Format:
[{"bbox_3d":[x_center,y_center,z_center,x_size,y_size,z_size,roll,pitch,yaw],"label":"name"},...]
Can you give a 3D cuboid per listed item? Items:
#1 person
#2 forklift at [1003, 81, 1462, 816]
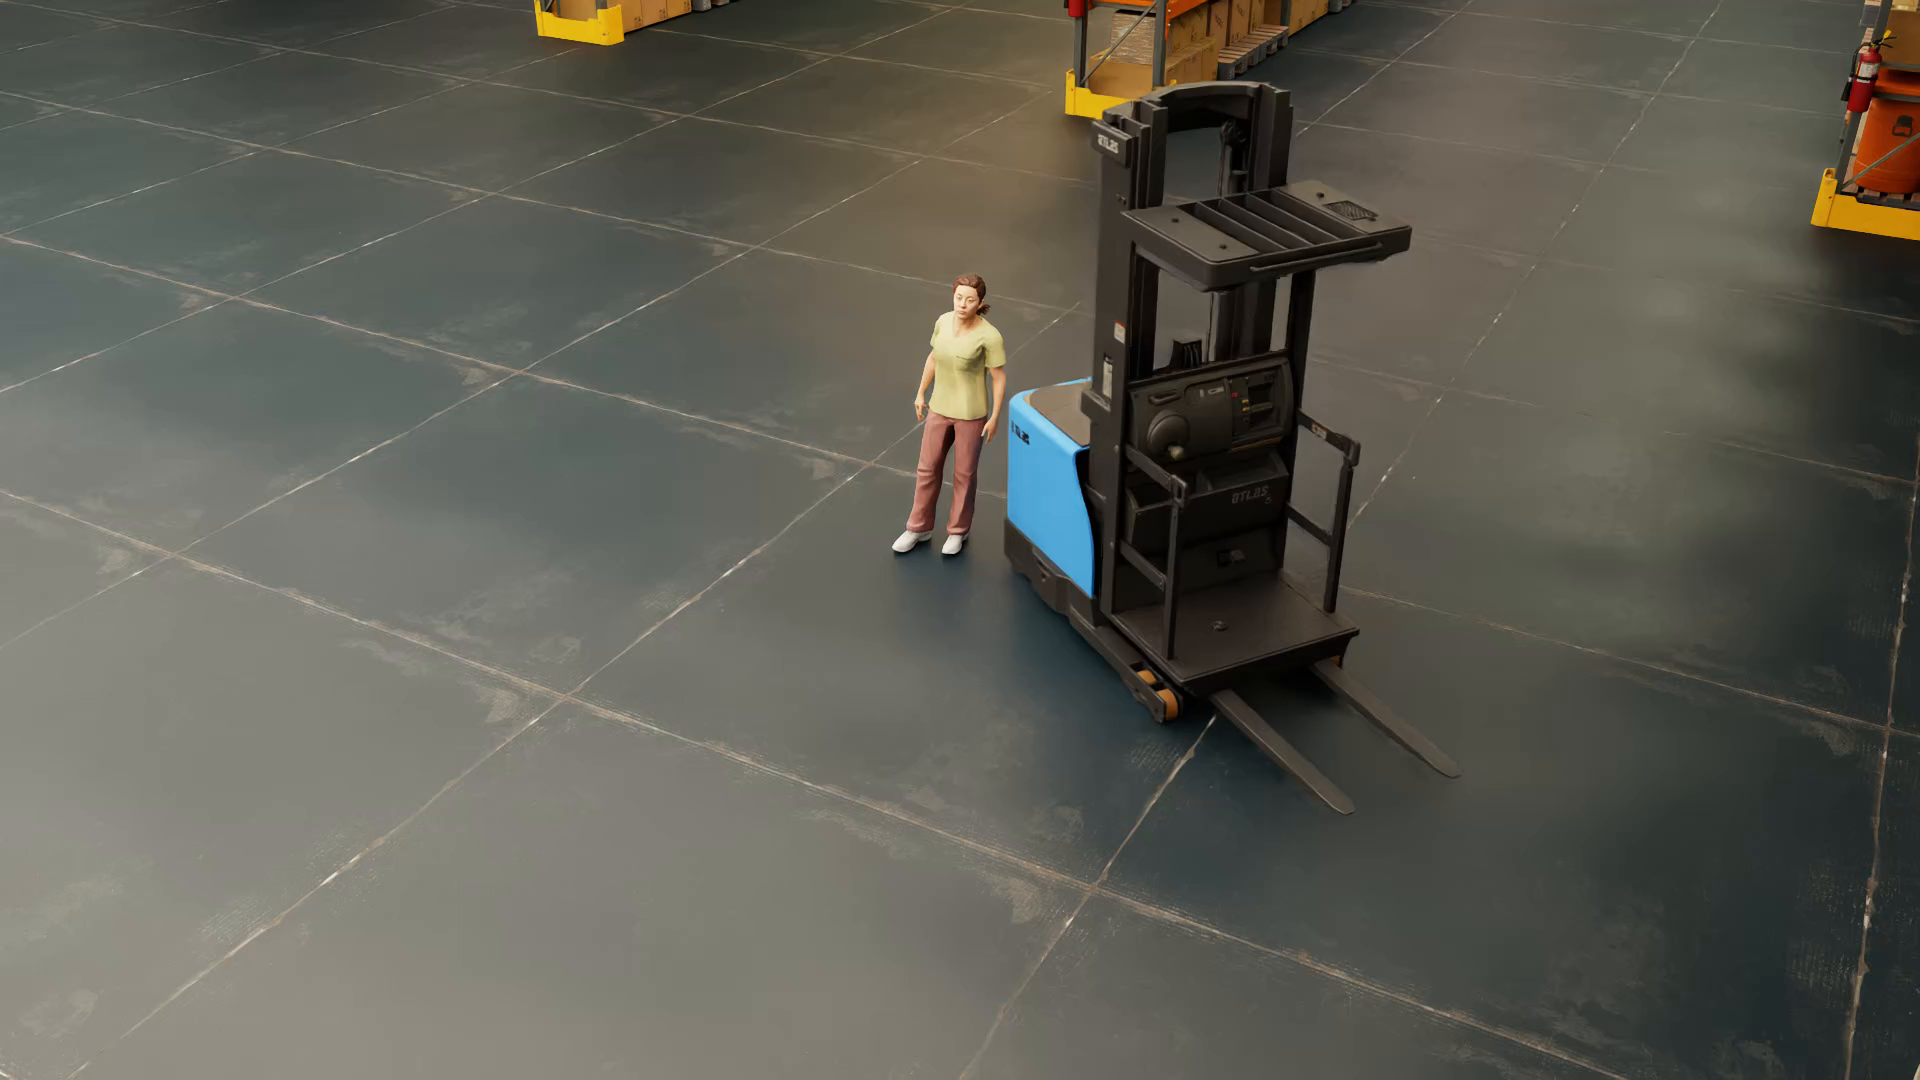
[{"bbox_3d":[-0.046,-0.703,9.529,0.553,1.673,0.548,15,33,25],"label":"person"},{"bbox_3d":[1.356,-0.600,8.111,1.130,2.935,3.031,-14,33,-22],"label":"forklift"}]
